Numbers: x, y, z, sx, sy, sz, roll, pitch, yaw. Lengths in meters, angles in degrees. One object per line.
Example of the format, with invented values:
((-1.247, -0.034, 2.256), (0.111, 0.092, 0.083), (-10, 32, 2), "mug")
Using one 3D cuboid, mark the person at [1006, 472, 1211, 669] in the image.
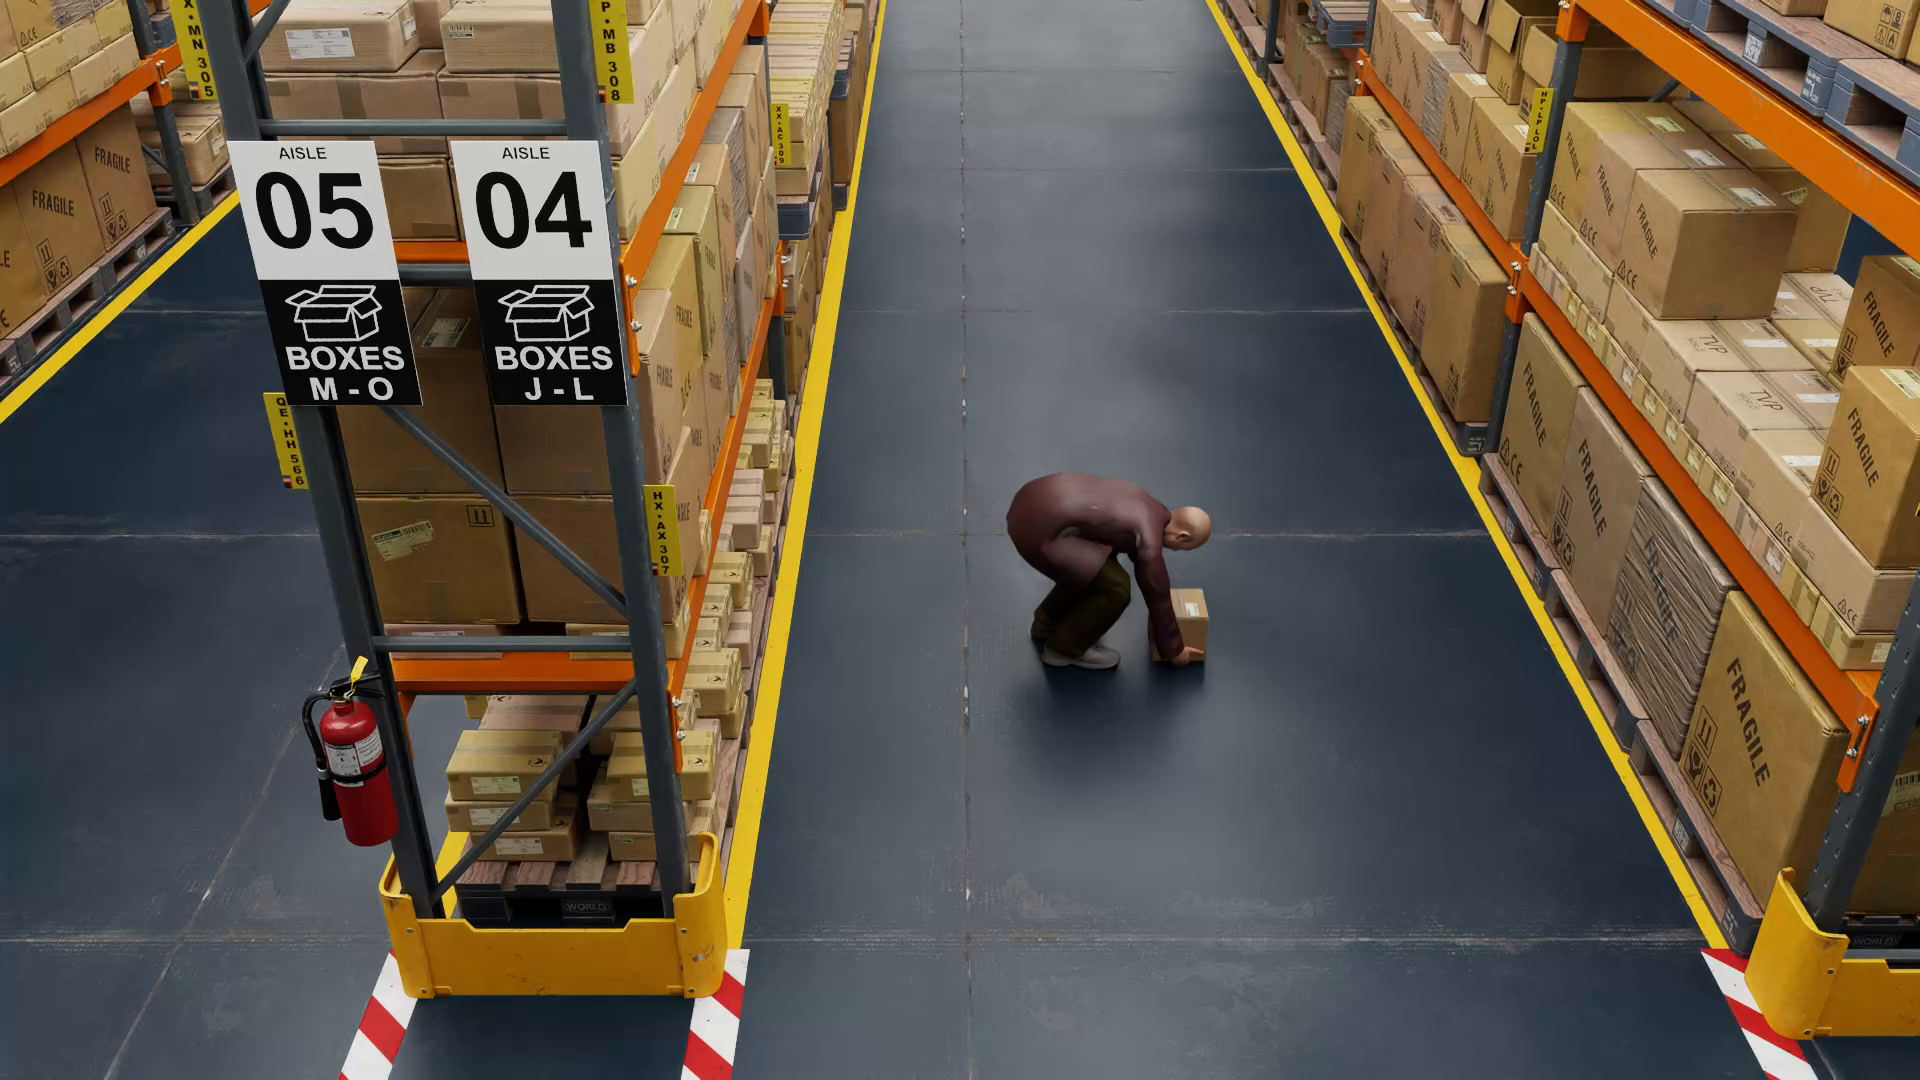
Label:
((0.685, 0.121, 7.763), (0.947, 0.943, 0.591), (-1, 31, -2), "person")
